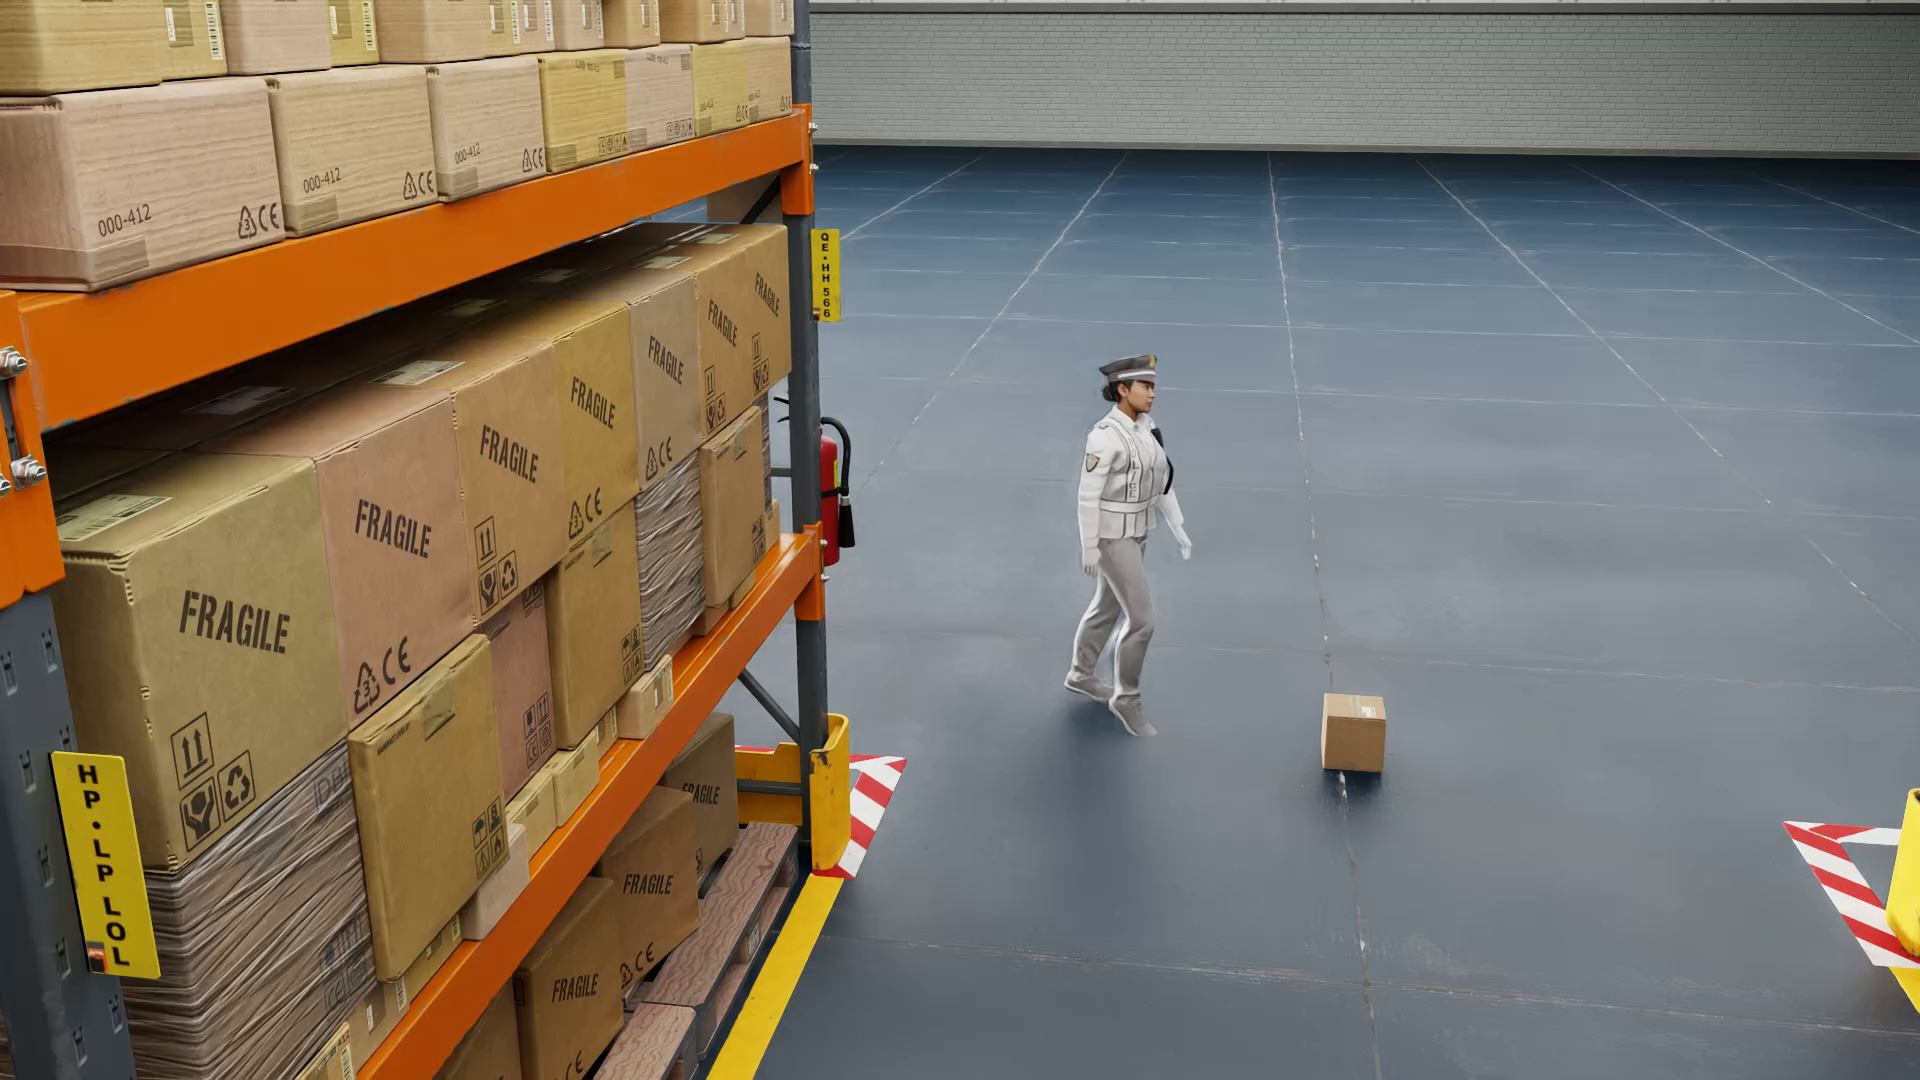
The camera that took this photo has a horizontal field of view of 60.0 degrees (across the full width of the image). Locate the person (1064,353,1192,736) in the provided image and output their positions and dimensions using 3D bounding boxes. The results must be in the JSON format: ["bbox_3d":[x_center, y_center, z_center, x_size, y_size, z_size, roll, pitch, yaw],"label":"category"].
[{"bbox_3d":[0.728,0.019,7.505,0.545,1.758,0.515,10,21,29],"label":"person"}]
